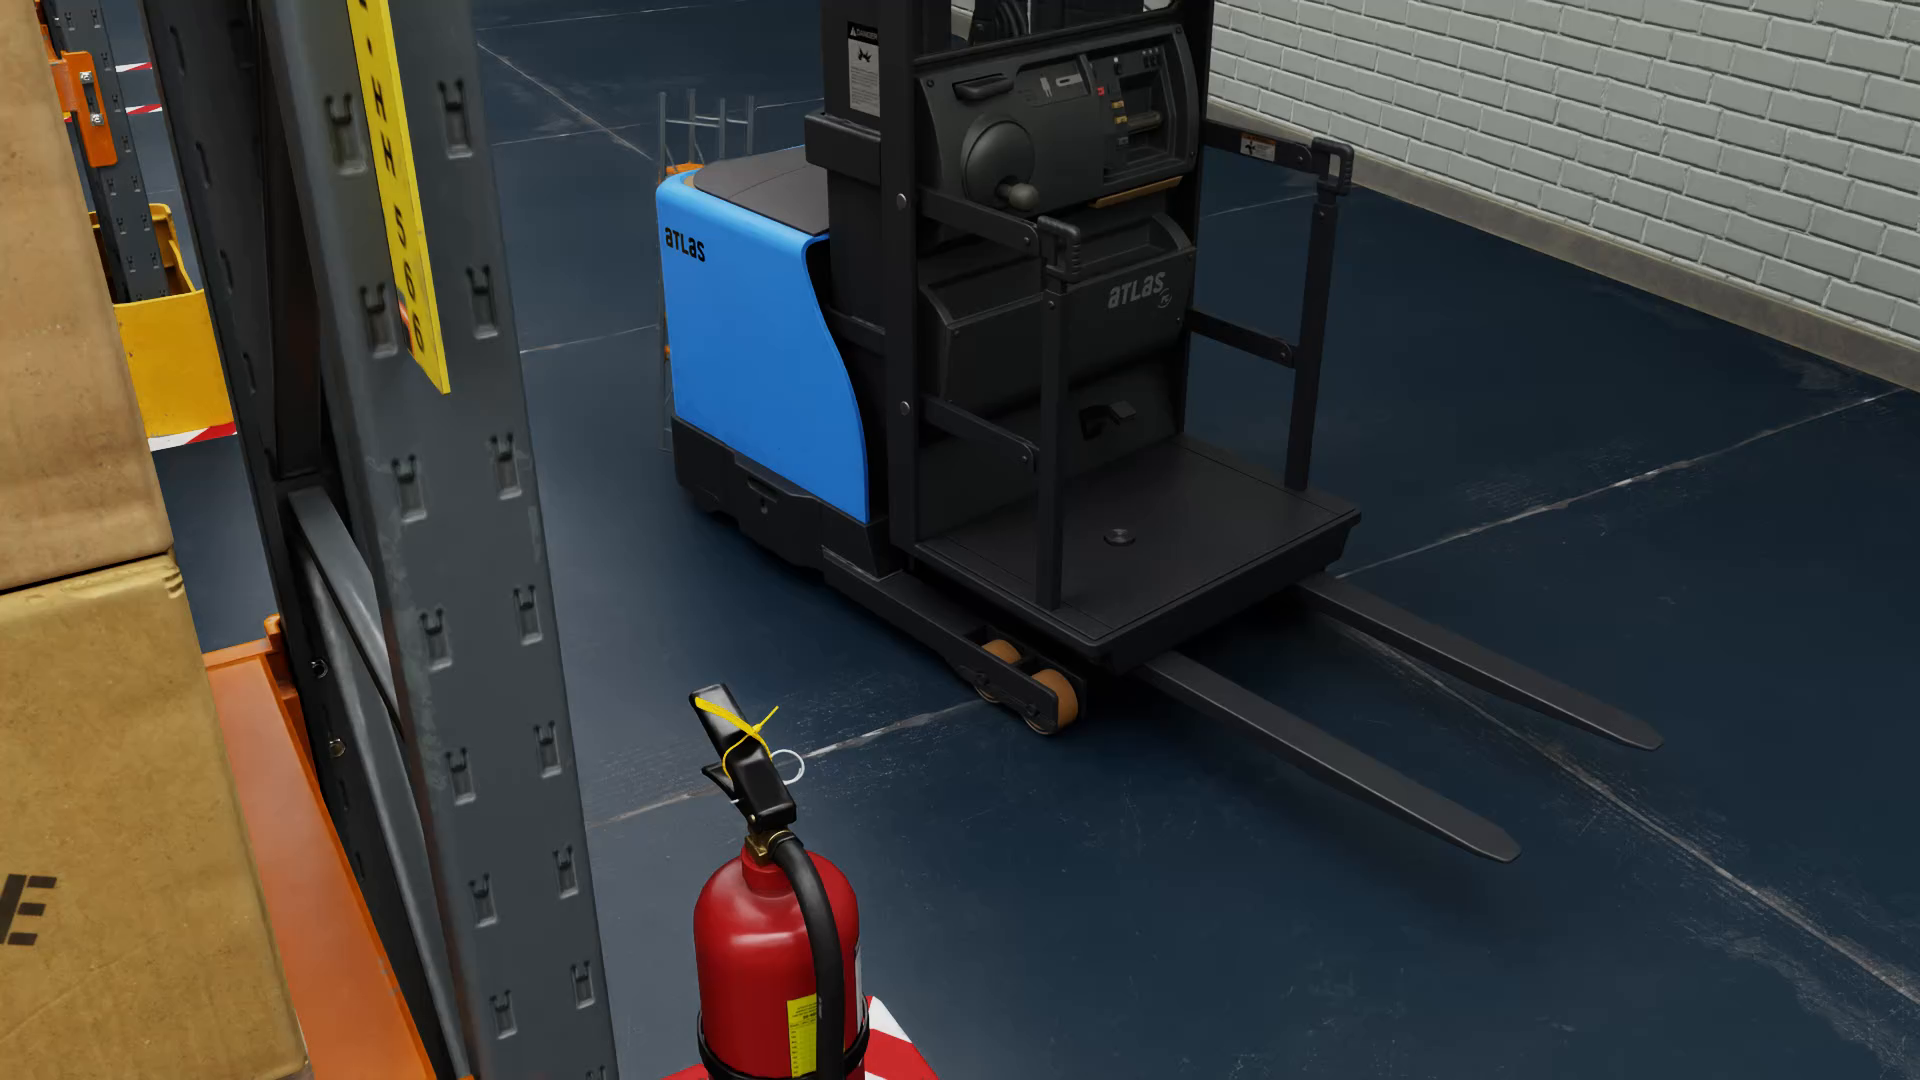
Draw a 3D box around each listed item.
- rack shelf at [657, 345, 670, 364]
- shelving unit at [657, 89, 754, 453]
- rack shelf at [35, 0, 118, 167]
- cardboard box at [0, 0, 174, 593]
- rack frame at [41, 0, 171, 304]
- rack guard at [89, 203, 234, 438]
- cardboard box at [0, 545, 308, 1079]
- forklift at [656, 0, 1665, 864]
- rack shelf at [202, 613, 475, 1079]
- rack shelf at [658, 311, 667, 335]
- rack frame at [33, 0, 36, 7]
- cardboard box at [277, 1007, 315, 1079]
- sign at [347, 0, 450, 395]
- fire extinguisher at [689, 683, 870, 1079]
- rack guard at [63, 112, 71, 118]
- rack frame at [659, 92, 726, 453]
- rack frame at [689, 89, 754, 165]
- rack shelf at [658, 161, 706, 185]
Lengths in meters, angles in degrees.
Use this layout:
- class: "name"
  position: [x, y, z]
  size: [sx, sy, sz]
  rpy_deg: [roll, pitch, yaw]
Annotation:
- class: "rack shelf"
  position: [-0.874, -0.612, 5.679]
  size: [0.258, 0.103, 0.180]
  rpy_deg: [11, 21, 20]
- class: "shelving unit"
  position: [-0.856, -0.879, 5.584]
  size: [0.258, 1.200, 0.189]
  rpy_deg: [11, 21, 20]
- class: "rack shelf"
  position: [-4.789, -1.138, 4.953]
  size: [4.000, 0.370, 1.077]
  rpy_deg: [-16, 33, -26]
- class: "cardboard box"
  position: [-0.907, -0.248, 1.149]
  size: [0.500, 0.500, 0.500]
  rpy_deg: [-17, 33, -27]
- class: "rack frame"
  position: [-3.064, -1.943, 5.666]
  size: [0.127, 3.000, 1.000]
  rpy_deg: [-16, 33, -26]
- class: "rack guard"
  position: [-3.044, -0.854, 6.281]
  size: [0.348, 0.500, 1.175]
  rpy_deg: [-16, 33, -26]
- class: "cardboard box"
  position: [-0.896, 0.191, 1.388]
  size: [0.500, 0.500, 0.500]
  rpy_deg: [-15, 32, -25]
- class: "forklift"
  position: [0.416, -1.055, 4.129]
  size: [1.130, 2.935, 3.031]
  rpy_deg: [-23, 36, -35]
- class: "rack shelf"
  position: [-2.363, 0.953, 1.164]
  size: [4.000, 0.370, 1.077]
  rpy_deg: [-16, 33, -26]
- class: "rack shelf"
  position: [-0.866, -0.725, 5.639]
  size: [0.258, 0.103, 0.180]
  rpy_deg: [11, 21, 20]
- class: "rack frame"
  position: [-5.574, -4.006, 9.405]
  size: [0.127, 3.000, 1.000]
  rpy_deg: [-16, 33, -26]
- class: "cardboard box"
  position: [-0.777, 0.456, 1.580]
  size: [0.250, 0.149, 0.380]
  rpy_deg: [-16, 33, -26]
- class: "sign"
  position: [-0.375, -0.261, 1.093]
  size: [0.005, 0.325, 0.100]
  rpy_deg: [-16, 33, -26]
- class: "fire extinguisher"
  position: [-0.188, 0.476, 1.749]
  size: [0.183, 0.674, 0.296]
  rpy_deg: [-16, 33, -26]
- class: "rack guard"
  position: [-5.559, -2.923, 10.029]
  size: [0.348, 0.500, 1.175]
  rpy_deg: [-16, 33, -26]
- class: "rack frame"
  position: [-0.890, -0.853, 5.504]
  size: [0.240, 1.200, 0.006]
  rpy_deg: [11, 21, 20]
- class: "rack frame"
  position: [-0.821, -0.906, 5.665]
  size: [0.240, 1.200, 0.006]
  rpy_deg: [11, 21, 20]
- class: "rack shelf"
  position: [-0.835, -1.176, 5.479]
  size: [0.258, 0.103, 0.180]
  rpy_deg: [11, 21, 20]
